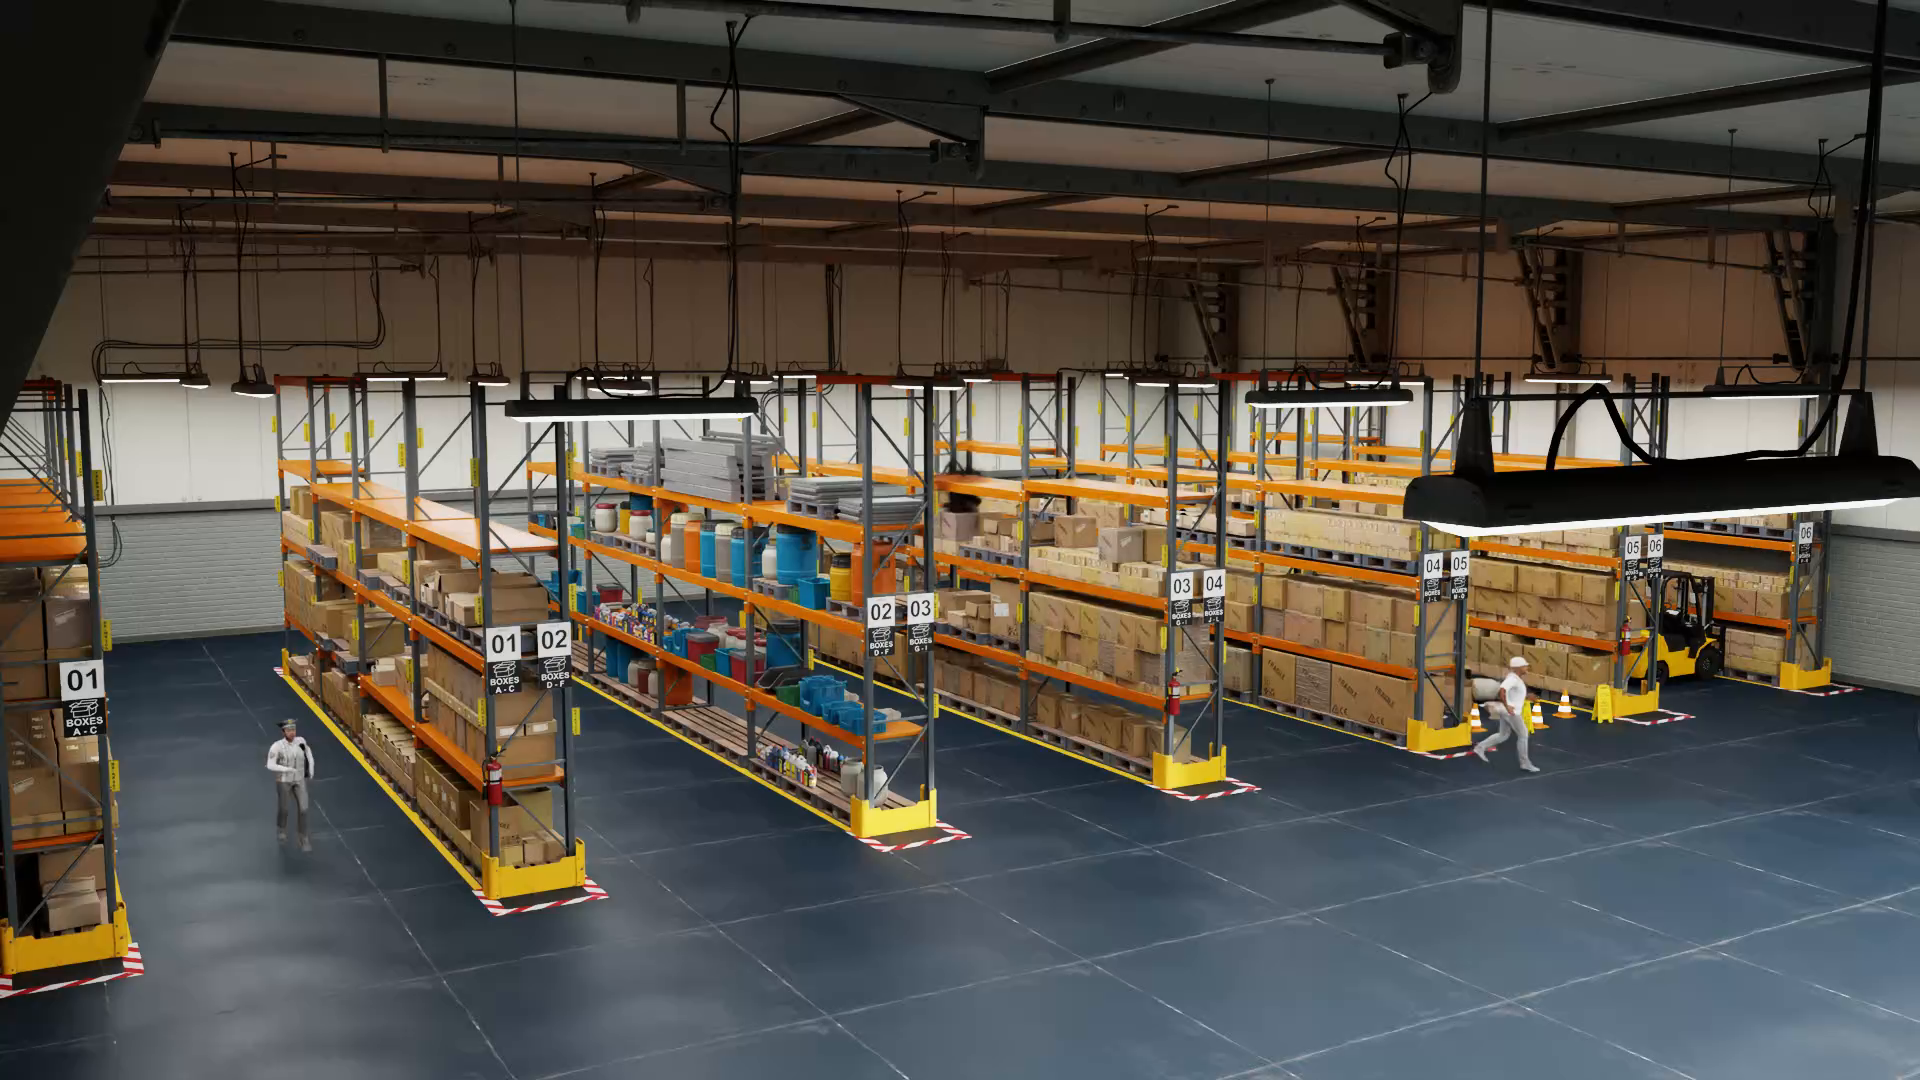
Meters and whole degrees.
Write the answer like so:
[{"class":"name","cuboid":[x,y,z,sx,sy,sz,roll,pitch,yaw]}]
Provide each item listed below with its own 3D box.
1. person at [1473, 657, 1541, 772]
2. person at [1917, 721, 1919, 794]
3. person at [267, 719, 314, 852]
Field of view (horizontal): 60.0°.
[{"class":"person","cuboid":[8.427,2.660,25.557,0.997,1.759,0.657,1,6,10]},{"class":"person","cuboid":[13.621,2.977,22.986,0.555,1.691,0.708,1,6,8]},{"class":"person","cuboid":[-8.636,3.158,21.490,0.631,1.770,0.739,-5,8,-39]}]
